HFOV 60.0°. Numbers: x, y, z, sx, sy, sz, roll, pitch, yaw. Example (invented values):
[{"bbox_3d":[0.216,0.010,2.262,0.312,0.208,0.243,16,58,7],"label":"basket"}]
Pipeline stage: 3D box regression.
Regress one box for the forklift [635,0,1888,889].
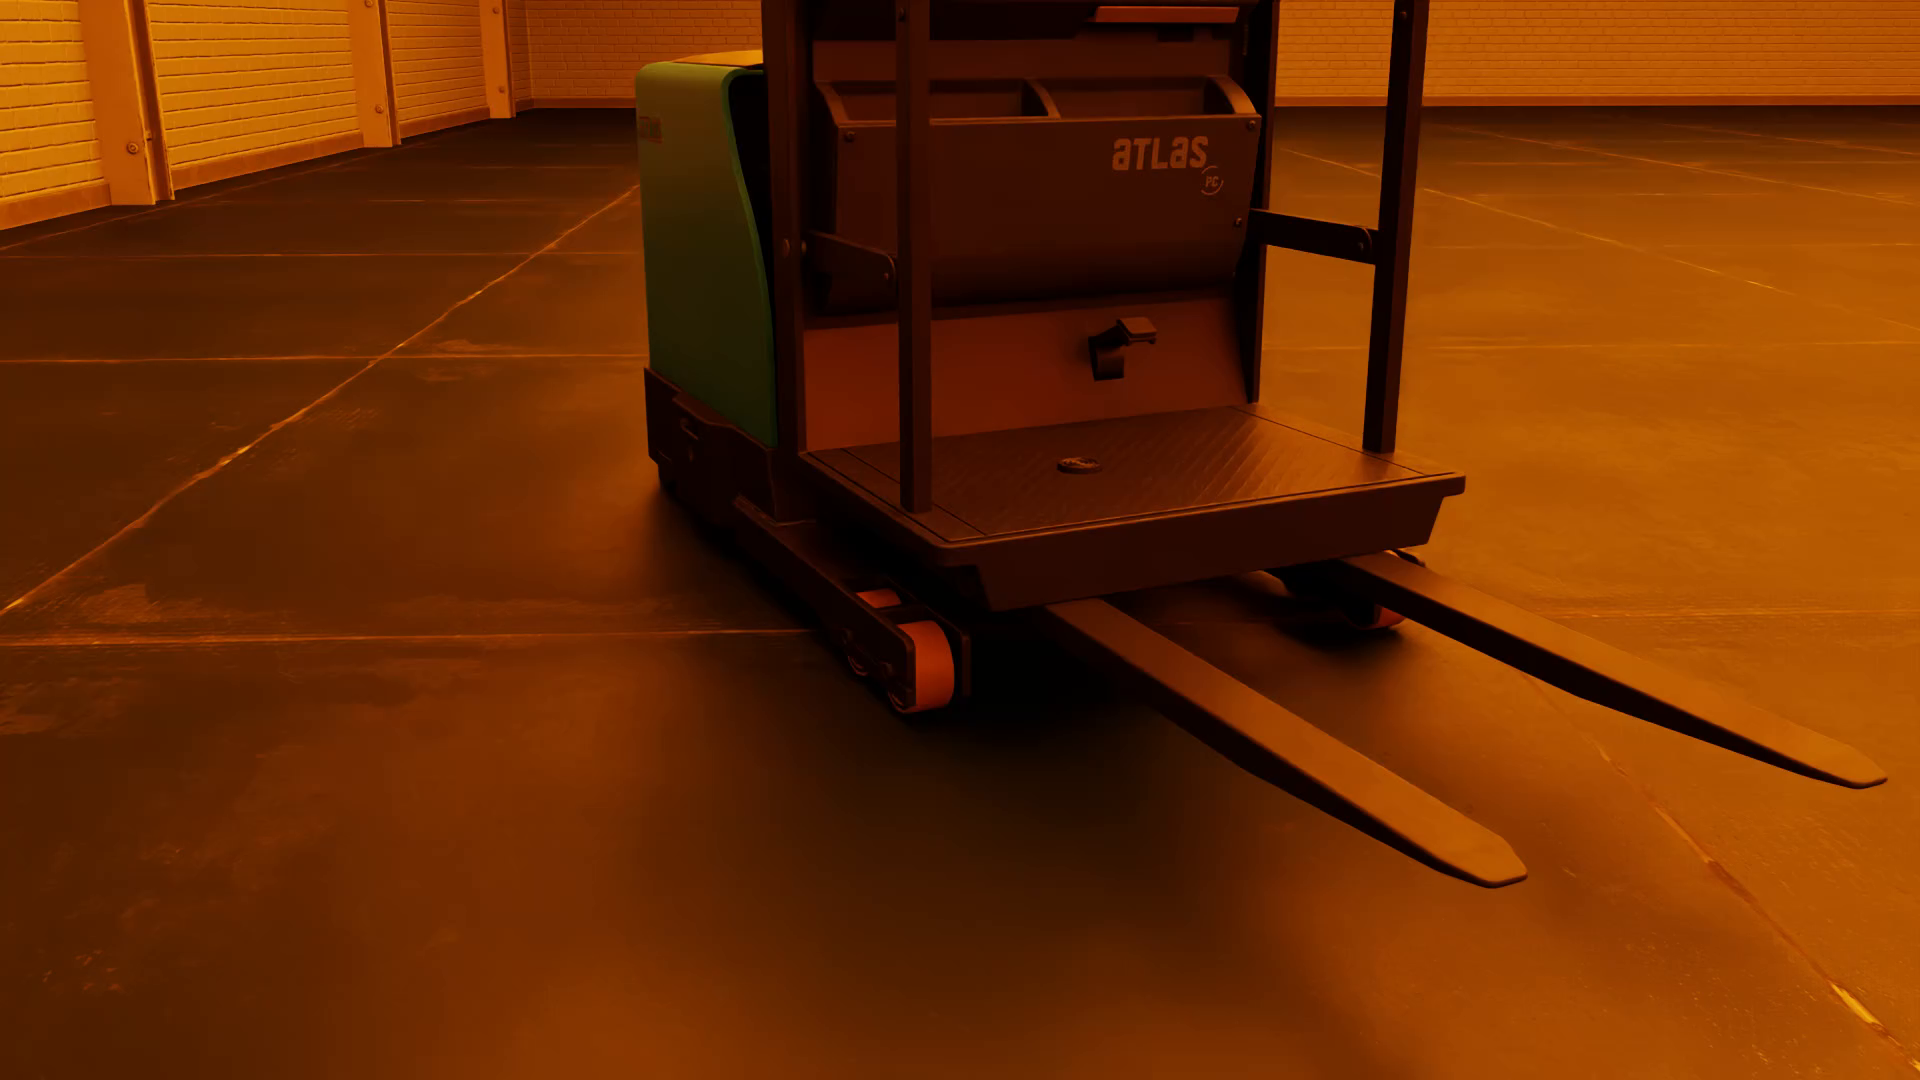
[{"bbox_3d":[0.258,-1.240,2.962,1.130,2.935,3.031,-8,19,-24],"label":"forklift"}]
